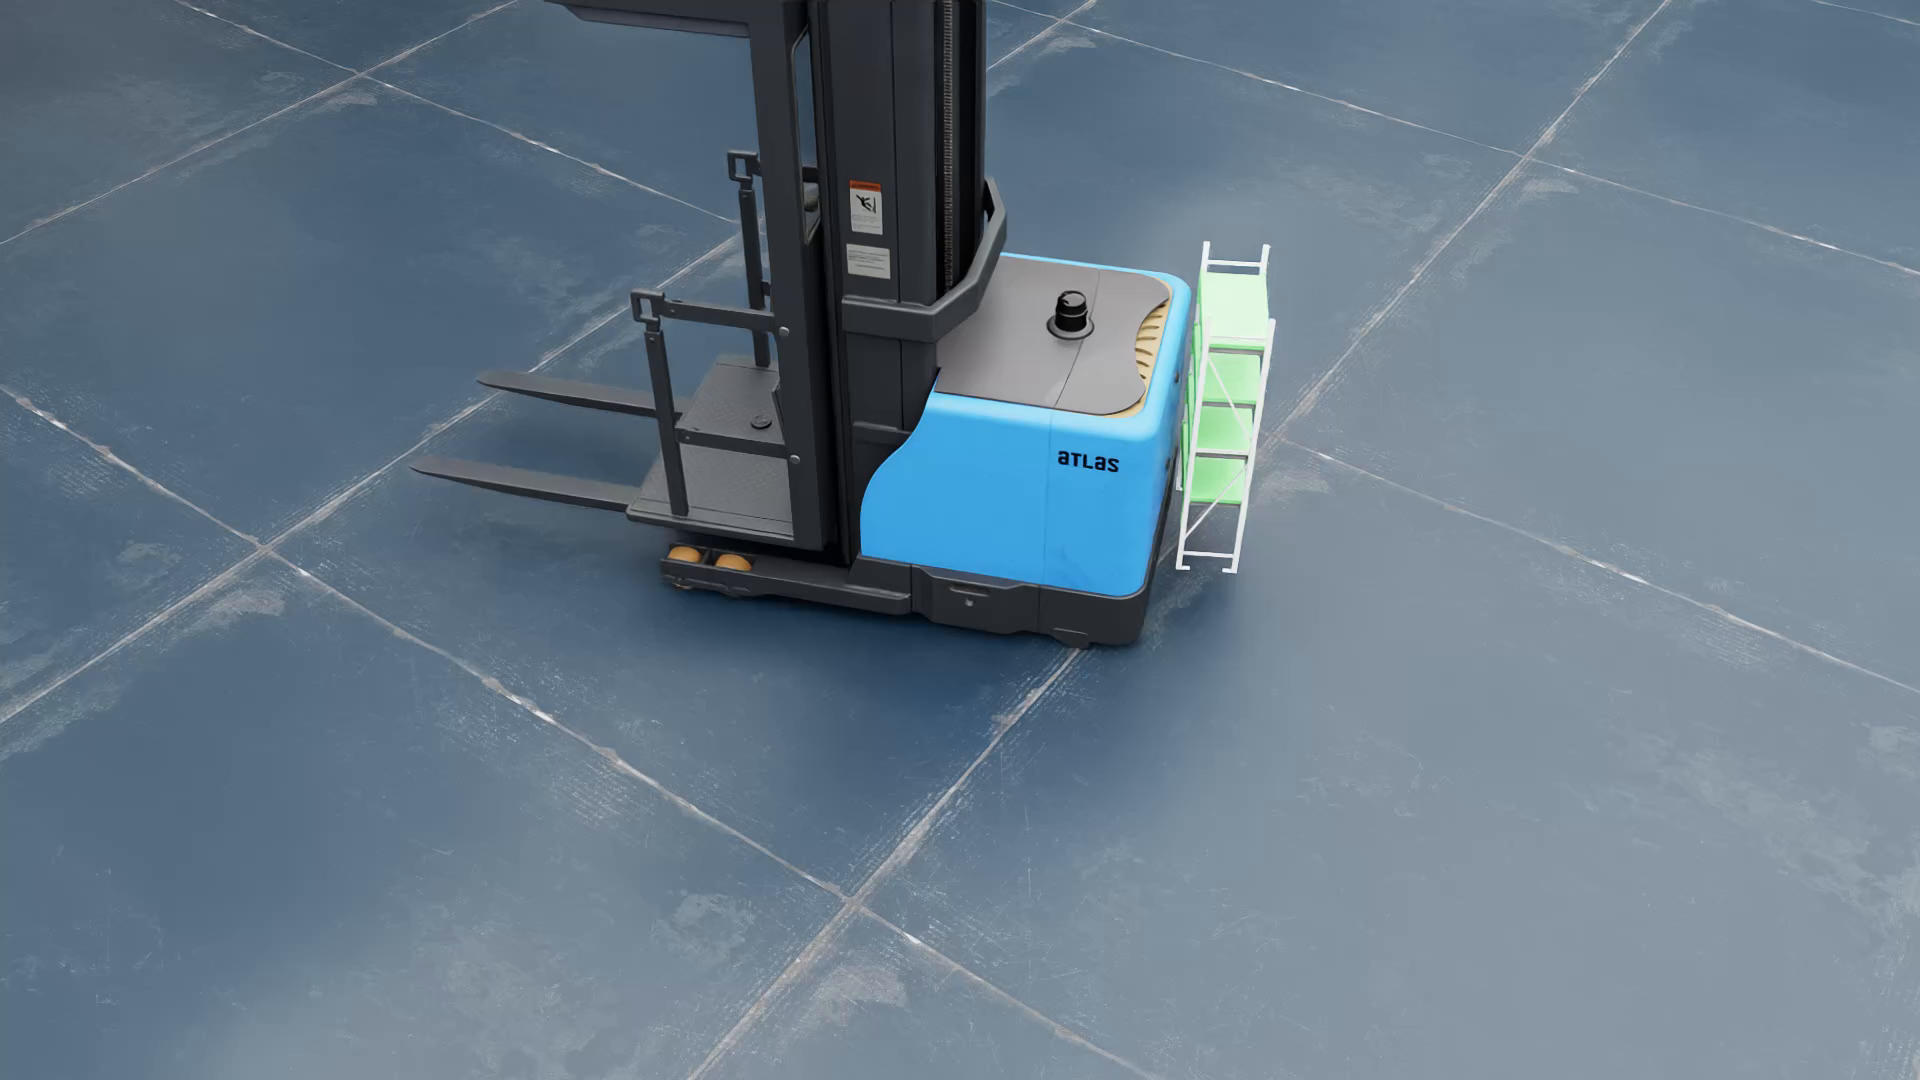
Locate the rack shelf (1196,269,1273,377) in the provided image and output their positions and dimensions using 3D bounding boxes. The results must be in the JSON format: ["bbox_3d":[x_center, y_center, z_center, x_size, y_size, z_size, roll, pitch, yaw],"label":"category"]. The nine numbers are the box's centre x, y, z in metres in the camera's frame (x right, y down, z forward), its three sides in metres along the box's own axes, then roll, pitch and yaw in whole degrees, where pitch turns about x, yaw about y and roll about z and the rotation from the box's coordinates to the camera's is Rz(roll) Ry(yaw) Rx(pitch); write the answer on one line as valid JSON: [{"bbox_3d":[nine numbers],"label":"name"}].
[{"bbox_3d":[1.005,-0.800,6.119,0.258,0.148,0.480,4,42,4],"label":"rack shelf"}]

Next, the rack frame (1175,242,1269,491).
[{"bbox_3d":[1.026,-0.652,6.578,0.240,1.200,0.015,4,42,4],"label":"rack frame"}]

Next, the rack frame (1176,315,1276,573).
[{"bbox_3d":[0.981,-0.328,6.216,0.240,1.200,0.015,4,42,4],"label":"rack frame"}]

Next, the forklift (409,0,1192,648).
[{"bbox_3d":[-0.690,-1.206,5.900,3.031,2.935,1.130,9,43,10],"label":"forklift"}]

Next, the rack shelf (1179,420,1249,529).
[{"bbox_3d":[1.003,-0.263,6.599,0.258,0.148,0.480,4,42,4],"label":"rack shelf"}]

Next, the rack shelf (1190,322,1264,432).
[{"bbox_3d":[1.004,-0.621,6.279,0.258,0.148,0.480,4,42,4],"label":"rack shelf"}]

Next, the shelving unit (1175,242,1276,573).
[{"bbox_3d":[1.003,-0.490,6.397,0.258,1.200,0.503,4,42,4],"label":"shelving unit"}]

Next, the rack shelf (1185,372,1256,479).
[{"bbox_3d":[1.003,-0.442,6.439,0.258,0.148,0.480,4,42,4],"label":"rack shelf"}]
